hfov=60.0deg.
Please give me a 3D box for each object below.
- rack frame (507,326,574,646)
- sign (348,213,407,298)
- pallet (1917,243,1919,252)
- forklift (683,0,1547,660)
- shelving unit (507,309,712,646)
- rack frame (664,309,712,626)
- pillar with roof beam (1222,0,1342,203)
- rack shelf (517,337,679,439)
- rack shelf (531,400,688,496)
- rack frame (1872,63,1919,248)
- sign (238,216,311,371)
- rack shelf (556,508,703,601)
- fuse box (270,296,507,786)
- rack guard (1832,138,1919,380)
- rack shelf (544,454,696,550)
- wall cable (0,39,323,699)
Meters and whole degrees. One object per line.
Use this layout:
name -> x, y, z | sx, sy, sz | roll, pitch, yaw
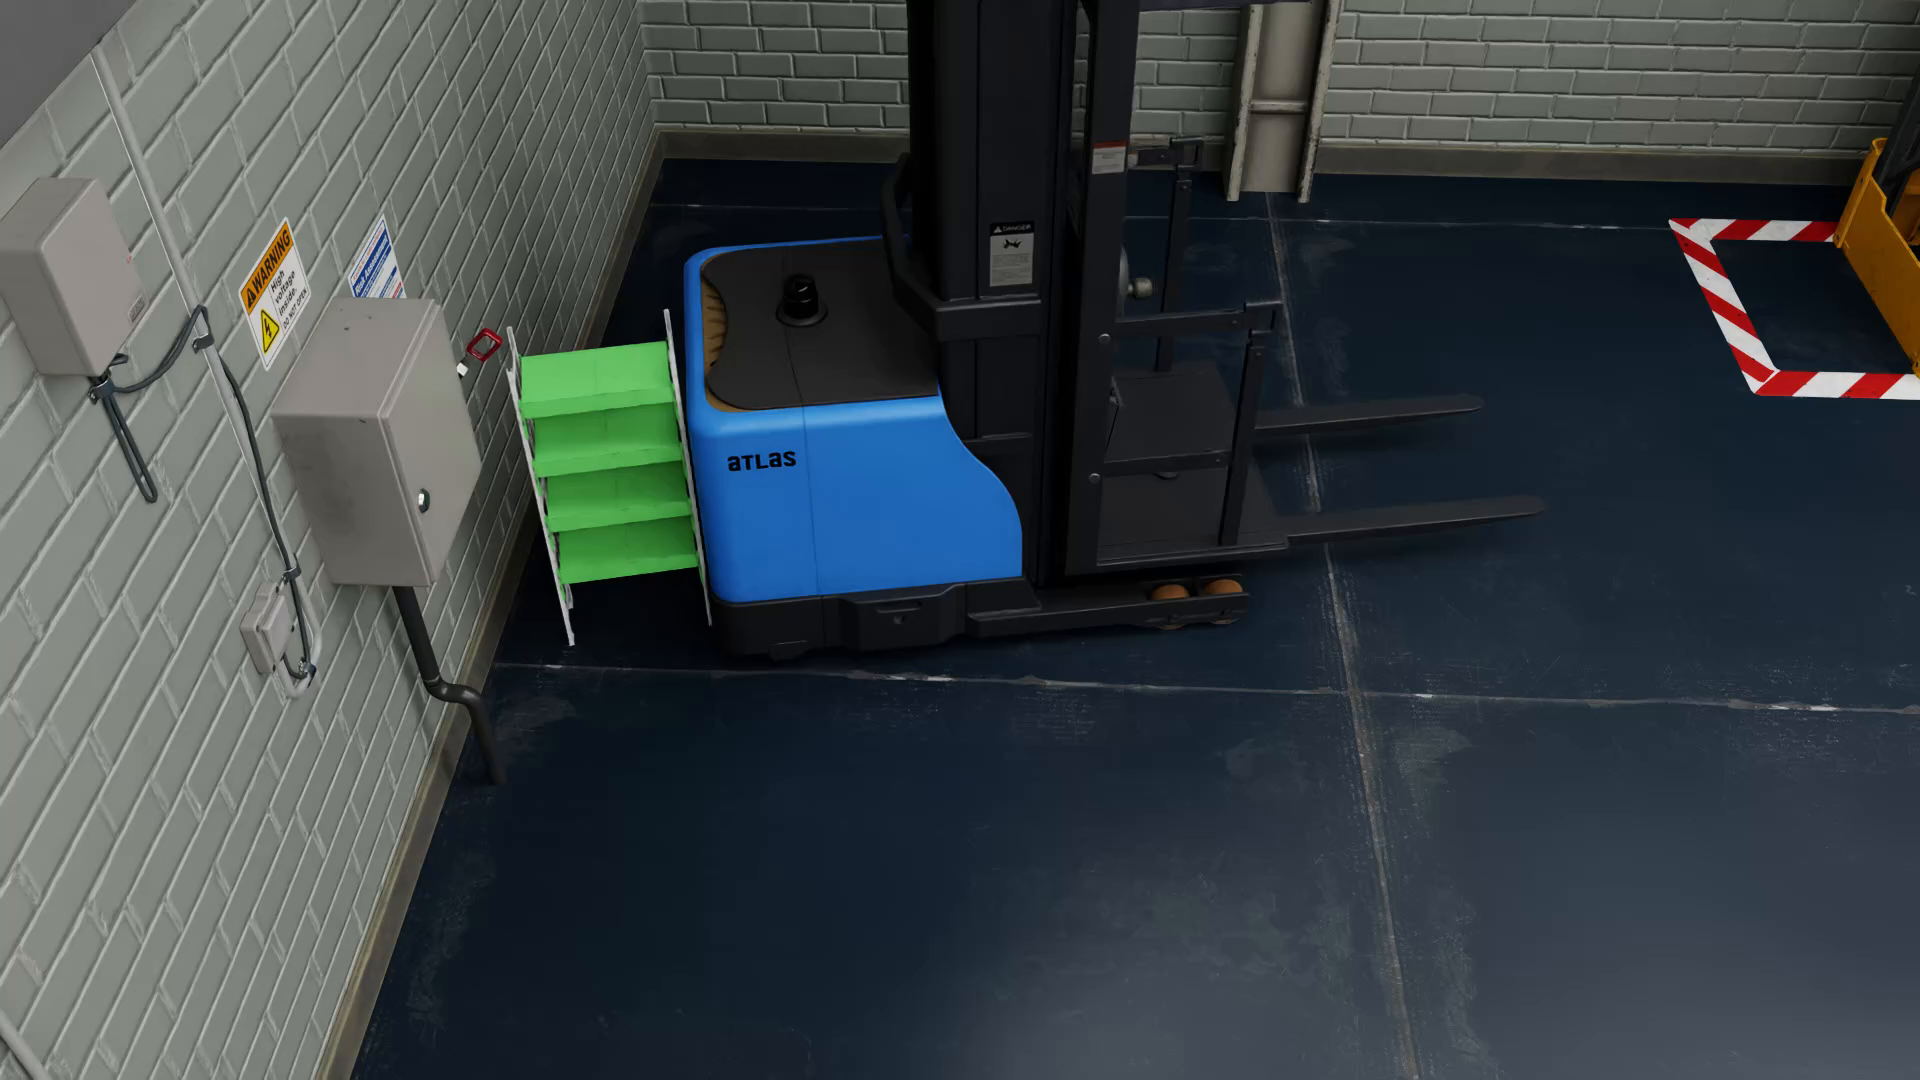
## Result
rack frame -> -1.388, -0.149, 5.529 | 0.015, 1.200, 0.240 | -8, 44, -8
sign -> -1.659, -0.645, 4.811 | 0.001, 0.494, 0.329 | 2, 43, 2
pallet -> 5.011, -1.087, 7.263 | 1.213, 0.211, 1.003 | 2, 43, 2
forklift -> 0.589, -1.108, 5.289 | 3.031, 2.935, 1.130 | -5, 43, -6
shelving unit -> -1.149, -0.181, 5.564 | 0.503, 1.200, 0.258 | -8, 44, -8
rack frame -> -0.909, -0.213, 5.598 | 0.015, 1.200, 0.240 | -8, 44, -8
pillar with roof beam -> 1.292, -2.094, 1.896 | 0.400, 9.000, 9.100 | 2, 43, 2
rack shelf -> -1.149, -0.485, 5.280 | 0.480, 0.148, 0.258 | -8, 44, -8
rack shelf -> -1.149, -0.309, 5.444 | 0.480, 0.148, 0.258 | -8, 44, -8
rack frame -> 4.139, -2.134, 6.340 | 0.127, 3.000, 1.000 | 2, 43, 2
sign -> -1.684, -0.608, 4.096 | 0.001, 0.242, 0.339 | 2, 43, 2
rack shelf -> -1.149, 0.042, 5.771 | 0.480, 0.148, 0.258 | -8, 44, -8
fuse box -> -1.475, 0.134, 4.850 | 0.414, 1.711, 0.539 | 2, 43, 2
rack guard -> 4.215, -1.217, 7.190 | 0.348, 0.500, 1.175 | 2, 43, 2
rack shelf -> -1.149, -0.134, 5.607 | 0.480, 0.148, 0.258 | -8, 44, -8
wall cable -> -1.663, -0.249, 3.571 | 0.122, 1.984, 0.588 | 2, 43, 2
